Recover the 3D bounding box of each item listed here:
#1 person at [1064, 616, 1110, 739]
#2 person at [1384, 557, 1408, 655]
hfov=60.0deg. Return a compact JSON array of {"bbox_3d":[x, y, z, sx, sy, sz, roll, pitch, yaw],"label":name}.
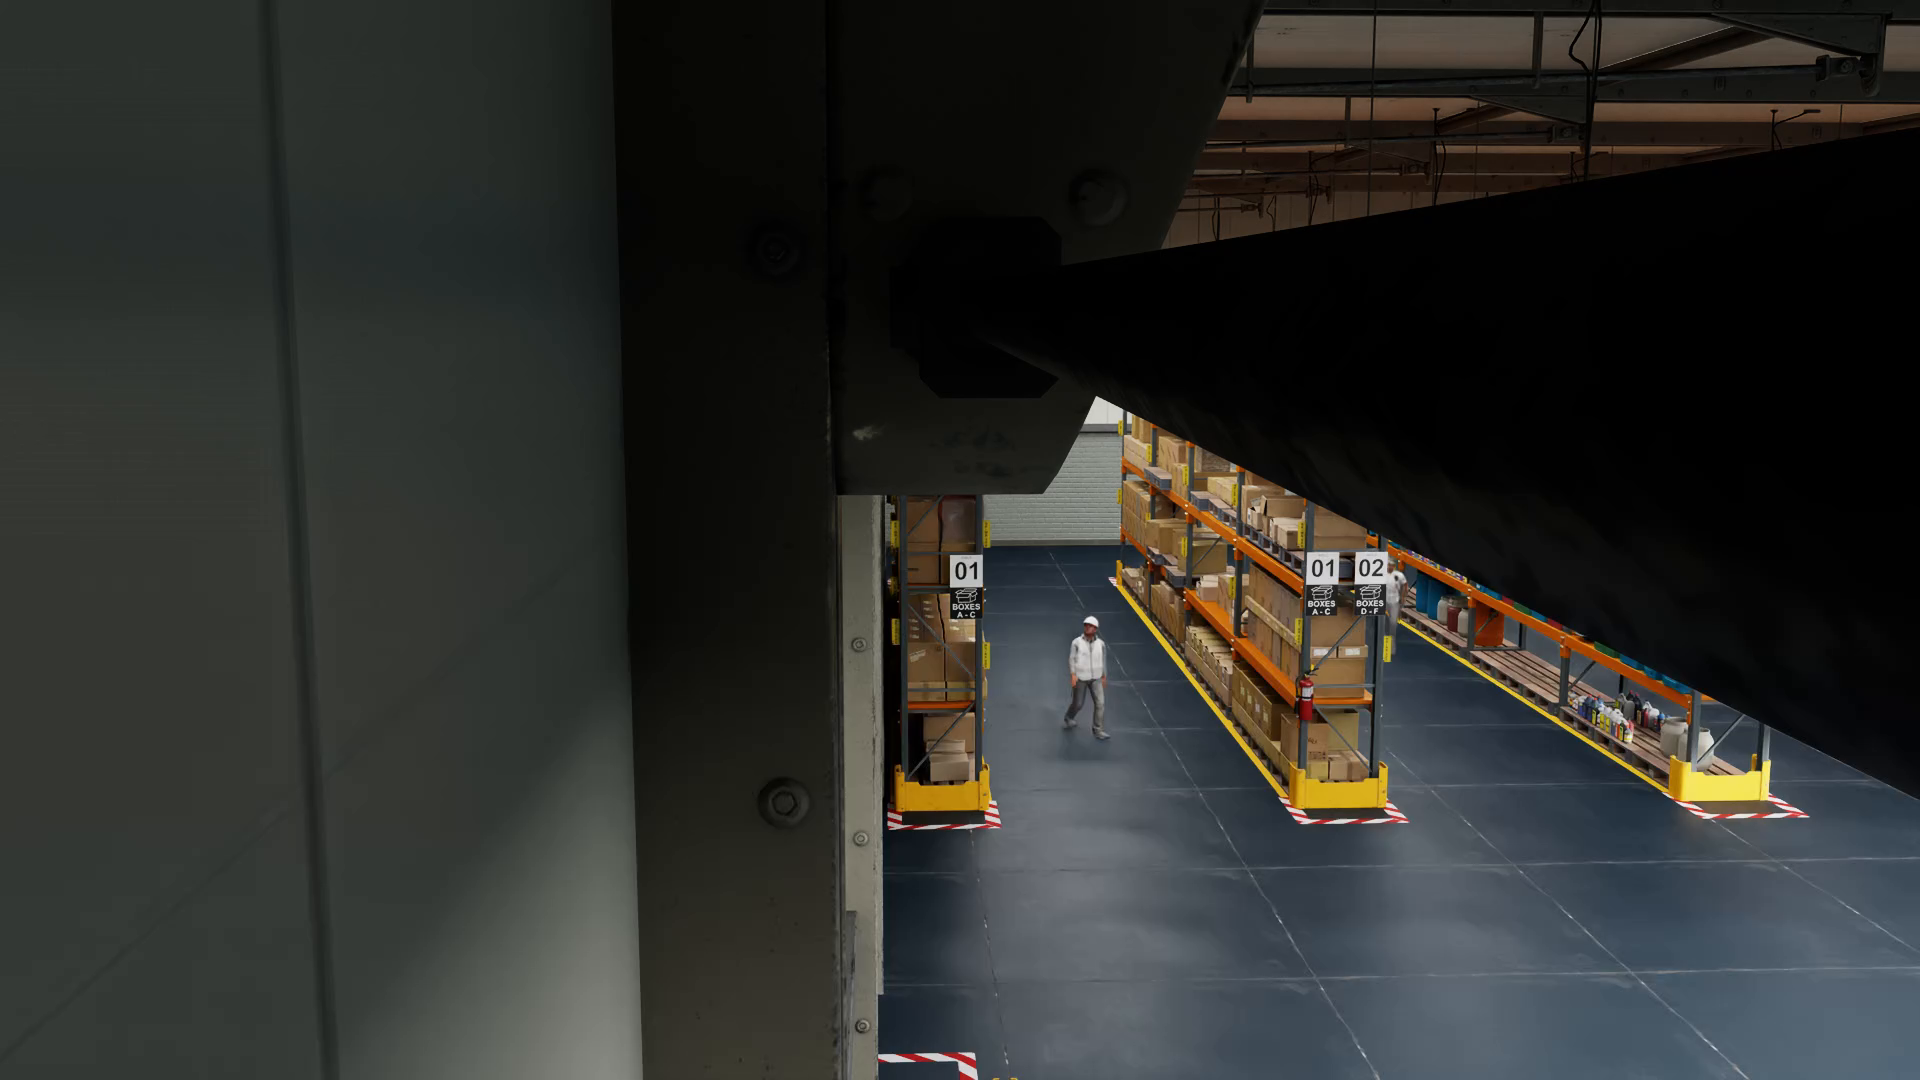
[{"bbox_3d":[1.832,1.969,23.948,0.617,1.721,0.949,-3,9,-22],"label":"person"},{"bbox_3d":[7.678,1.135,29.659,0.621,1.694,0.816,1,8,6],"label":"person"}]
